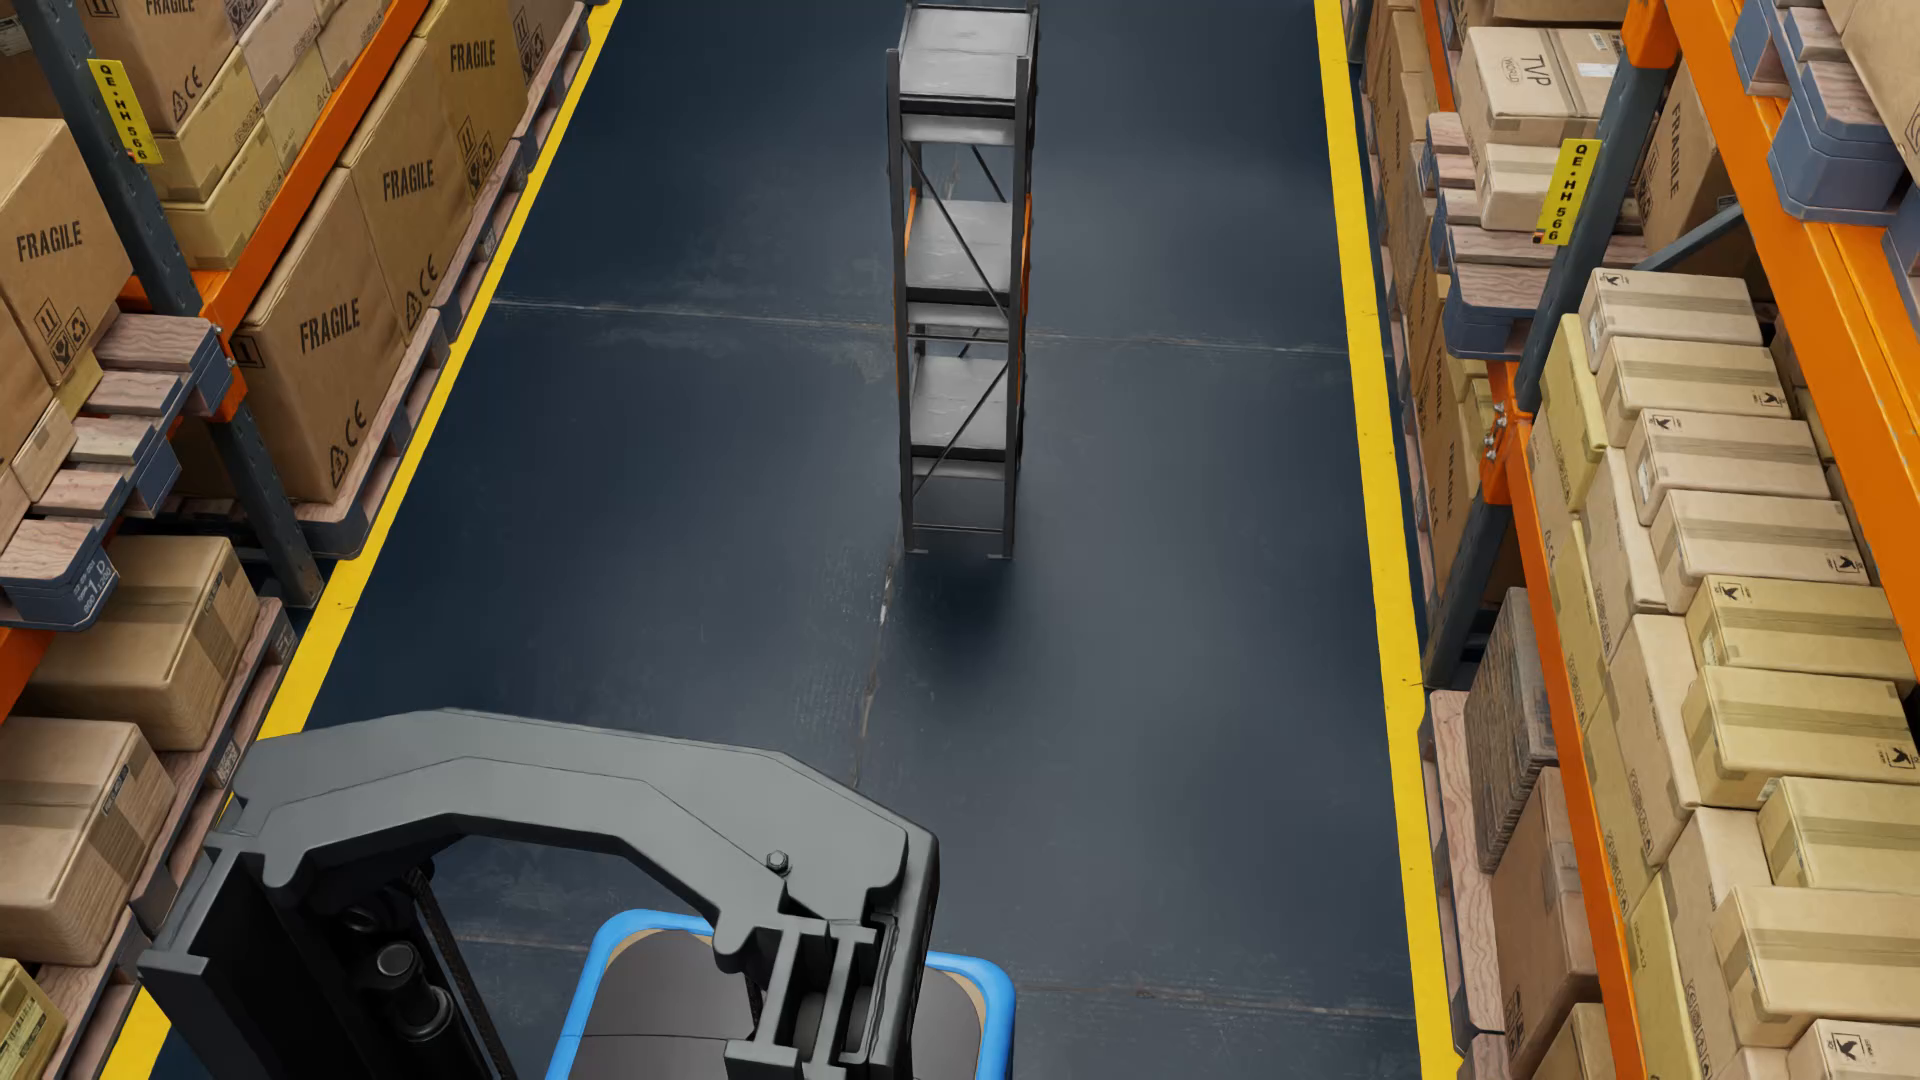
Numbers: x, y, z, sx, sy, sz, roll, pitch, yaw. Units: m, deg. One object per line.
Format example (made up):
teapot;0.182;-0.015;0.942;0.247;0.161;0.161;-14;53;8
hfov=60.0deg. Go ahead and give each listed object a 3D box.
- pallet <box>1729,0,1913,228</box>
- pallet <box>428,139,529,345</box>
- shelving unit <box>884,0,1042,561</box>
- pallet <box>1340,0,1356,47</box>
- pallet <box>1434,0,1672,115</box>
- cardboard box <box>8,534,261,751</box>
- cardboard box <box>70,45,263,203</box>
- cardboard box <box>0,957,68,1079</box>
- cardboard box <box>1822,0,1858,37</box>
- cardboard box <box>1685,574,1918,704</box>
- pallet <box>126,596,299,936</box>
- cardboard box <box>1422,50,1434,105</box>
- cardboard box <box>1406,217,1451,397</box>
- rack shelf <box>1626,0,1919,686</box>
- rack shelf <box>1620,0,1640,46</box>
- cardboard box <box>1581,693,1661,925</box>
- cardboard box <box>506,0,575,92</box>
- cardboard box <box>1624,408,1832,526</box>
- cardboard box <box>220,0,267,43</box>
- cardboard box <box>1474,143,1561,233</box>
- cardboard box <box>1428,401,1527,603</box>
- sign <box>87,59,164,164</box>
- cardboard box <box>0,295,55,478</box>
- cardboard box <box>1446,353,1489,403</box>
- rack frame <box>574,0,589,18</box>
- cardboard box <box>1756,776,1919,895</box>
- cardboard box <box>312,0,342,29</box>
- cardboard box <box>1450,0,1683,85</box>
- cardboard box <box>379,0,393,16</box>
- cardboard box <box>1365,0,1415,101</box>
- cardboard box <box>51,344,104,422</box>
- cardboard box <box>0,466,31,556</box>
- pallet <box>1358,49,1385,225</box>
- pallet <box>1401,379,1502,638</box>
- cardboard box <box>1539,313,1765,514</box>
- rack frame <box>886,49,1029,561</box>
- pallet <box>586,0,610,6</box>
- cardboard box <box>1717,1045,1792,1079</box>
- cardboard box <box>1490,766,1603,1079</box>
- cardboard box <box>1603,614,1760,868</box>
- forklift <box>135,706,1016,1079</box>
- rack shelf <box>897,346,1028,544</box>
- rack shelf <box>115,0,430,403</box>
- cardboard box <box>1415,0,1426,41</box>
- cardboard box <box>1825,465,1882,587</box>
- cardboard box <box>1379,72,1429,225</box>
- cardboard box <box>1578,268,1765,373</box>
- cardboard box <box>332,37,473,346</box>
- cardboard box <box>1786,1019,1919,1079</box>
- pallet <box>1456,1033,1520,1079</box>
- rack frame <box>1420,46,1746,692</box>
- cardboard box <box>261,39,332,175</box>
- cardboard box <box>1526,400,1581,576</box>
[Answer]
pallet;2.141;-0.948;3.180;1.213;0.211;1.003;6;48;5
pallet;-2.569;-1.363;7.353;1.003;0.211;1.213;4;48;4
shelving unit;0.015;-0.830;5.586;0.431;2.100;0.503;4;48;4
pallet;2.542;-3.007;8.858;1.003;0.211;1.213;4;48;4
pallet;2.287;-1.869;6.057;1.003;0.211;1.213;4;48;4
cardboard box;-2.891;0.324;5.417;0.950;0.372;0.625;1;48;1
cardboard box;-2.537;-1.309;5.178;0.500;0.250;0.500;4;48;3
cardboard box;-3.025;1.424;4.411;0.950;0.372;0.625;5;48;5
cardboard box;1.805;-1.210;2.871;0.500;0.500;0.500;4;48;4
cardboard box;1.766;0.224;3.505;0.380;0.149;0.250;4;48;4
pallet;-2.902;0.680;5.485;1.003;0.211;1.213;4;48;4
cardboard box;2.149;-1.934;6.955;0.380;0.149;0.250;4;48;3
cardboard box;2.040;-0.880;6.431;0.500;0.500;0.500;6;48;5
rack shelf;1.932;0.196;2.493;1.077;0.370;4.000;4;48;4
rack shelf;2.296;-2.744;5.181;1.077;0.370;4.000;4;48;4
cardboard box;1.740;0.604;3.766;0.500;0.250;0.500;2;48;2
cardboard box;-2.442;-2.738;7.877;0.875;0.875;0.875;5;48;5
cardboard box;1.771;-0.156;3.852;0.380;0.149;0.250;5;48;5
cardboard box;-2.505;-1.918;5.226;0.500;0.500;0.500;4;48;4
cardboard box;1.792;-1.070;5.081;0.380;0.149;0.250;5;48;4
cardboard box;1.939;-0.128;5.743;0.500;0.500;0.500;5;48;5
sign;-2.288;-1.170;4.556;0.100;0.325;0.005;4;48;4
cardboard box;-2.630;-0.378;4.009;0.500;0.500;0.500;3;48;3
cardboard box;1.901;-0.604;5.740;0.380;0.149;0.250;2;48;2
rack frame;-2.465;-3.775;7.670;1.000;3.000;0.127;4;48;4
cardboard box;1.757;0.604;3.157;0.380;0.149;0.250;4;48;4
cardboard box;-2.431;-2.054;5.859;0.500;0.250;0.500;4;48;3
cardboard box;2.079;-1.893;5.594;0.797;0.503;0.637;3;48;3
cardboard box;-2.410;-2.254;6.380;0.500;0.250;0.500;4;48;4
cardboard box;2.210;-2.402;7.823;0.500;0.500;0.500;6;48;5
cardboard box;-2.577;-0.434;4.500;0.380;0.149;0.250;5;48;4
cardboard box;-2.586;-0.061;4.159;0.380;0.149;0.250;2;48;2
pallet;2.442;-1.902;7.847;1.003;0.211;1.213;4;48;4
pallet;2.220;-0.109;6.207;1.003;0.211;1.213;4;48;4
cardboard box;1.806;-0.315;4.268;0.500;0.250;0.500;4;48;3
rack frame;-0.007;-0.651;5.422;0.400;2.100;0.015;4;48;4
pallet;-2.318;-3.387;9.205;1.003;0.211;1.213;4;48;4
cardboard box;1.632;1.185;2.896;0.500;0.250;0.500;5;48;4
cardboard box;1.992;1.093;4.542;0.875;0.625;0.625;5;48;5
cardboard box;1.718;0.438;3.579;0.500;0.250;0.500;3;48;3
forklift;-0.598;1.746;2.666;1.130;2.935;3.031;7;48;6
rack shelf;0.015;-0.349;6.113;0.431;0.518;0.480;4;48;4
rack shelf;-2.647;-2.062;6.591;1.077;0.370;4.000;4;48;4
cardboard box;2.221;-2.317;7.306;0.380;0.149;0.250;2;48;2
cardboard box;2.305;0.102;3.887;0.500;0.250;0.500;4;48;4
cardboard box;2.122;-1.643;7.129;0.500;0.500;0.500;3;48;2
cardboard box;1.792;-0.543;4.206;0.380;0.149;0.250;5;48;5
cardboard box;-2.598;-1.417;6.669;0.875;0.875;0.875;4;48;4
cardboard box;1.647;0.975;2.818;0.380;0.149;0.250;4;48;4
pallet;1.886;1.933;4.339;1.003;0.211;1.213;4;48;4
rack frame;2.114;-0.504;4.679;1.000;3.000;0.127;4;48;4
cardboard box;-2.505;-1.506;5.696;0.500;0.250;0.500;3;48;2
cardboard box;1.830;-0.144;4.451;0.500;0.250;0.500;4;48;4
